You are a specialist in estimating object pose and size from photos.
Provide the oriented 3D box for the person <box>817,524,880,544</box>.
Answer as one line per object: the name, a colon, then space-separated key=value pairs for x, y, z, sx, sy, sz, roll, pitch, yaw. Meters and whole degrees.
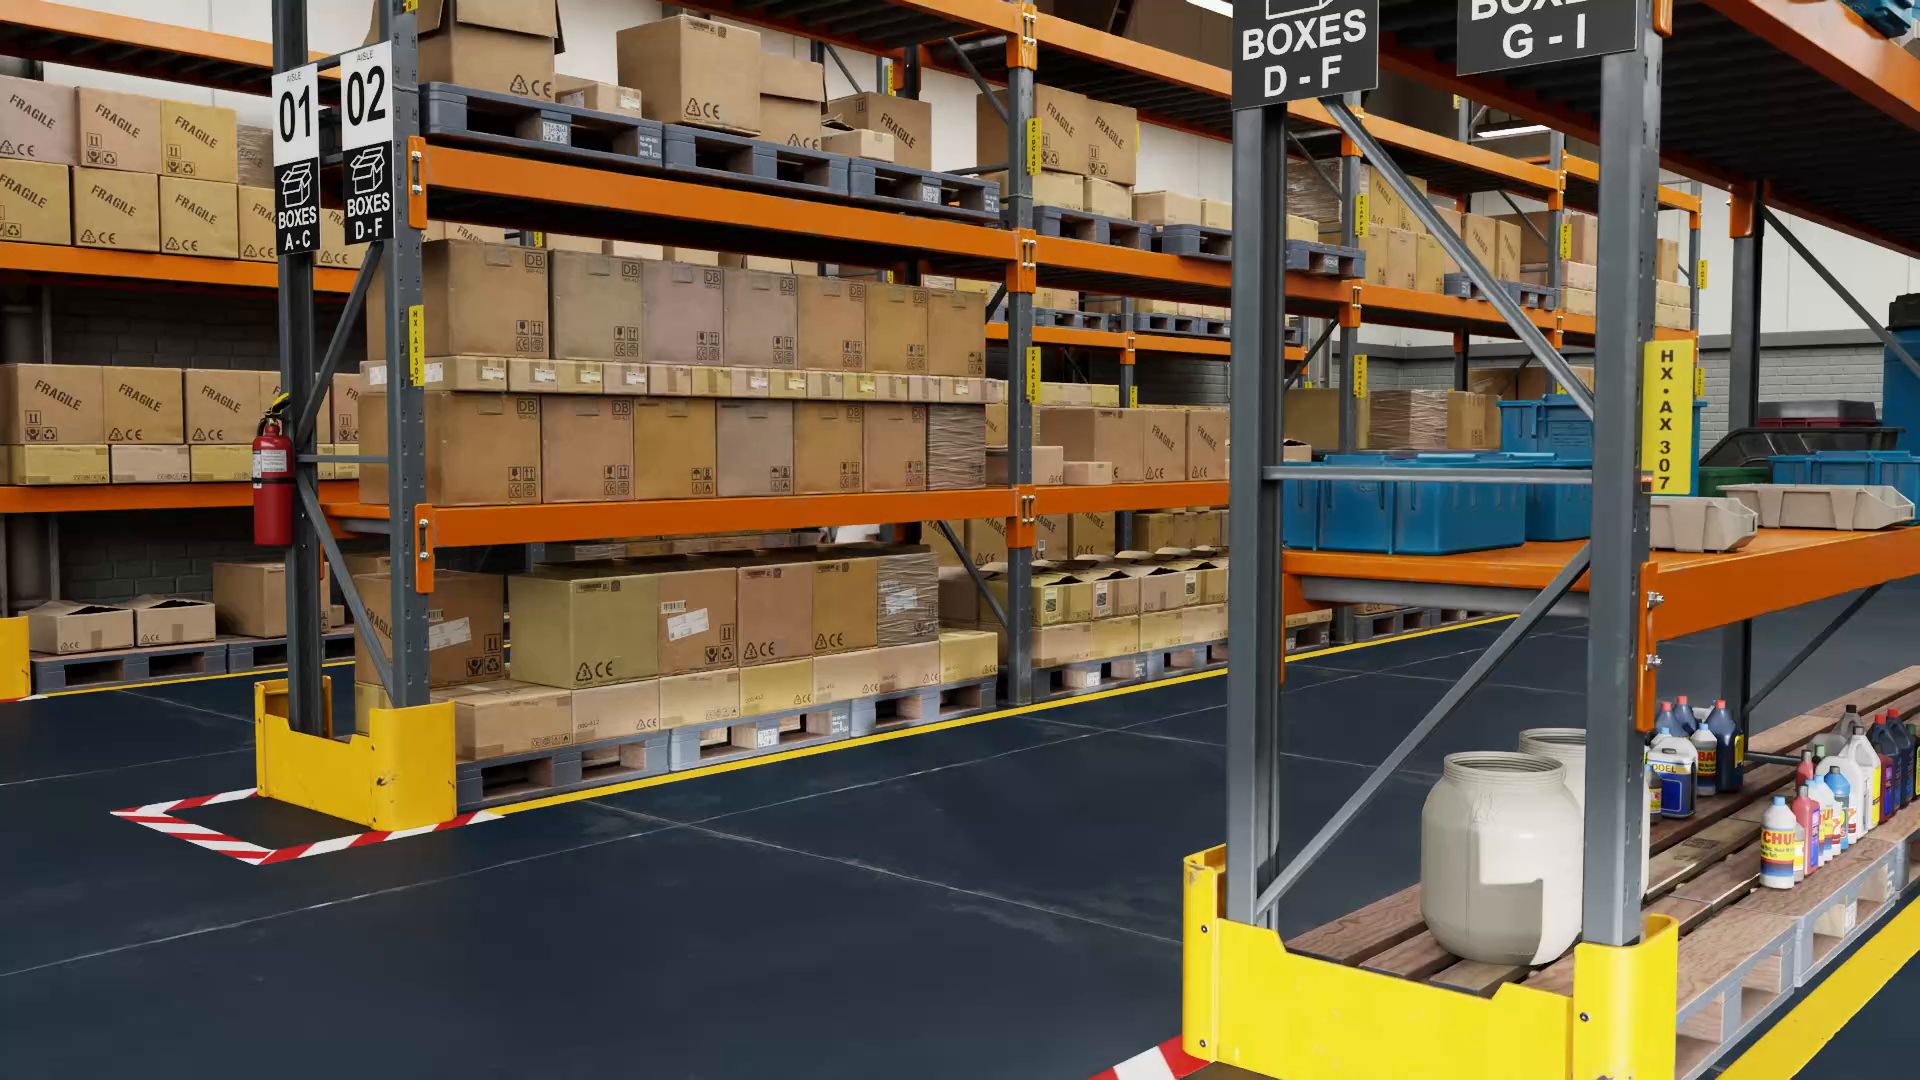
person: x=-0.869 y=-0.058 z=12.714 sx=0.991 sy=1.747 sz=0.659 roll=-2 pitch=4 yaw=-35
